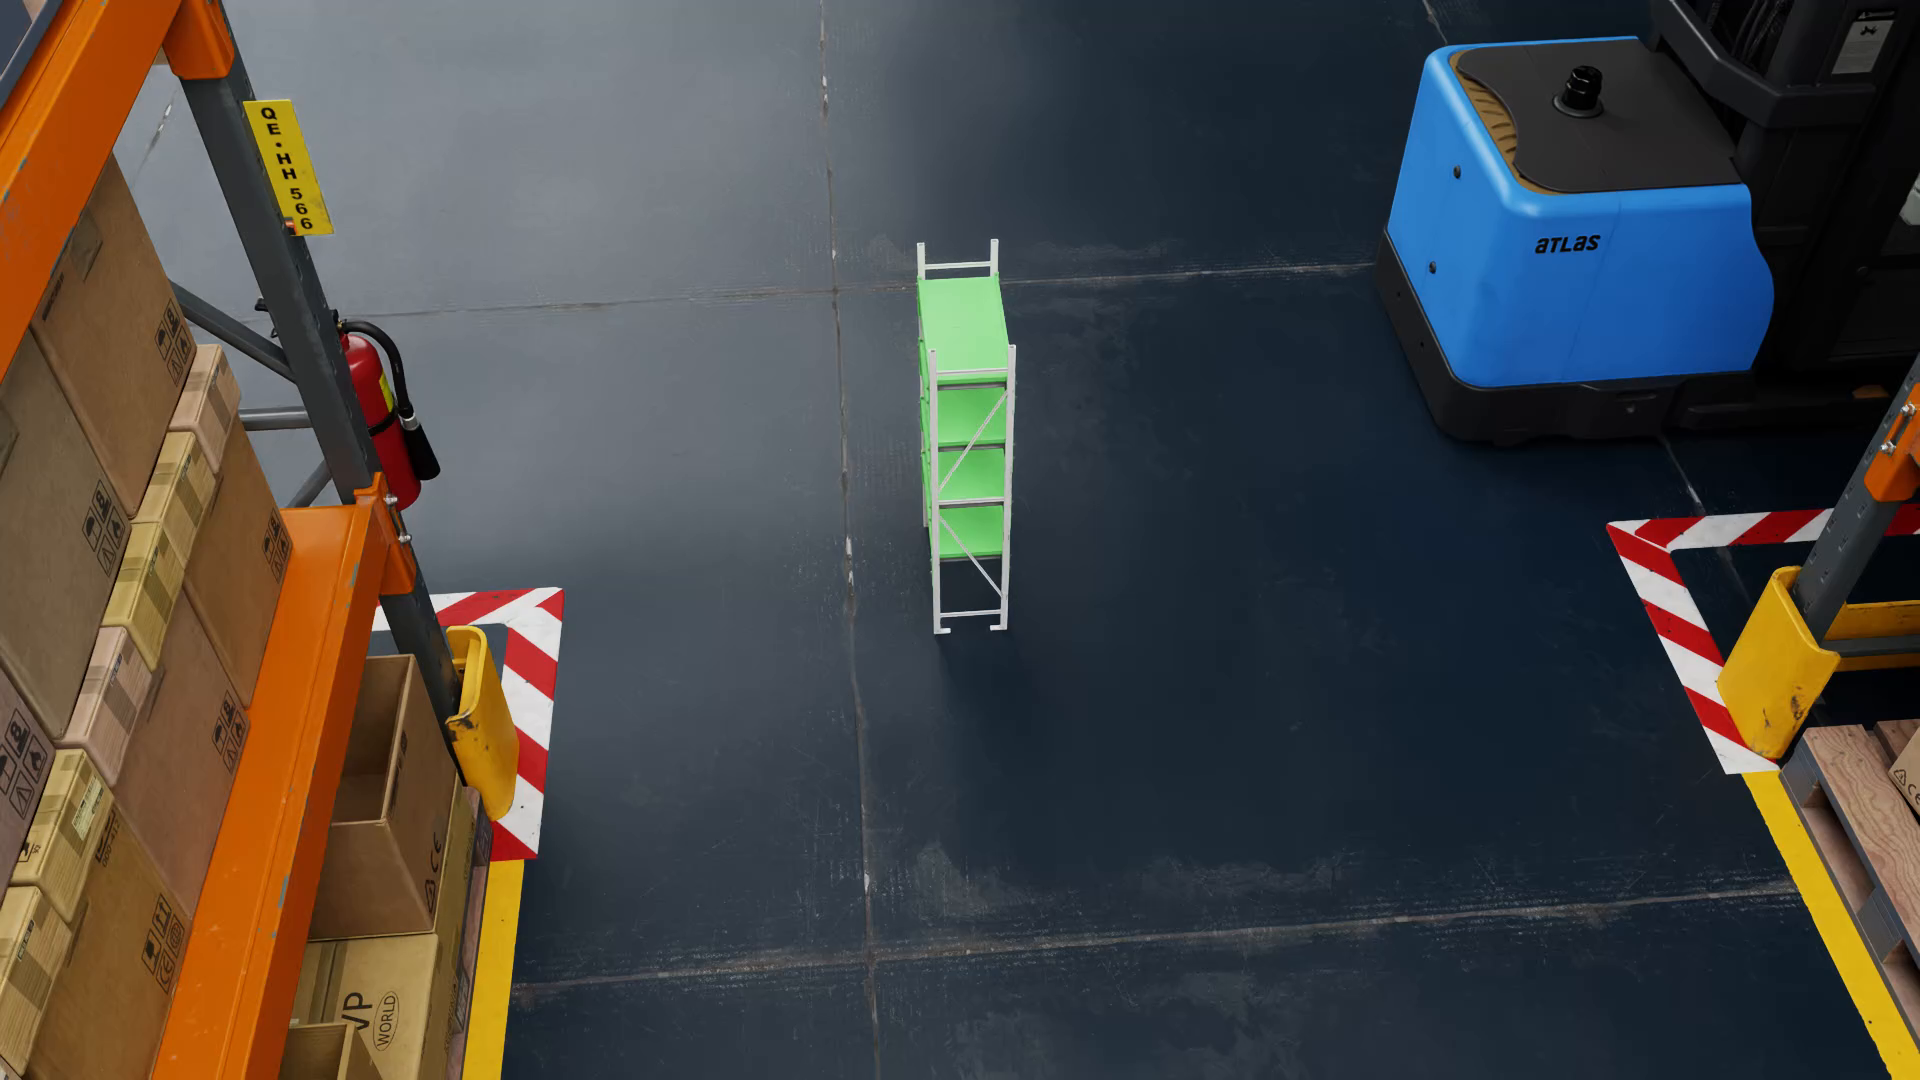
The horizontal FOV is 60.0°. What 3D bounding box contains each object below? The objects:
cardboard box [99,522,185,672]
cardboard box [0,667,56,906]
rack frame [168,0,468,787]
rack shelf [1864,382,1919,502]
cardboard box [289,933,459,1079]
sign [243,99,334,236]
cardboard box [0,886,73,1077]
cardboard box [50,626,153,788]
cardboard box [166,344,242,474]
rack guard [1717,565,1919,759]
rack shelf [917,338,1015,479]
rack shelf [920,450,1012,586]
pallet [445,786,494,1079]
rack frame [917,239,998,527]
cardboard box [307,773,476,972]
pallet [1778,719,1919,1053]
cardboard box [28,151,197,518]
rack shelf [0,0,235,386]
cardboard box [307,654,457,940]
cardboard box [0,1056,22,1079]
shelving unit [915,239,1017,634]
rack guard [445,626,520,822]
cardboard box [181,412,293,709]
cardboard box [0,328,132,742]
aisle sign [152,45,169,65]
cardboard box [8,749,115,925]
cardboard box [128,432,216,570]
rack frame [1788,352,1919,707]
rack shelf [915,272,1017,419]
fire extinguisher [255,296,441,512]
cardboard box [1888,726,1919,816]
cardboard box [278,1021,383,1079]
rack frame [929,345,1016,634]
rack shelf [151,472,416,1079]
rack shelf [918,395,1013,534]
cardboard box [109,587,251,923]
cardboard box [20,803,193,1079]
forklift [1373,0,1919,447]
[{"bbox_3d":[-1.668,0.116,3.058,0.380,0.149,0.250,-4,47,-4],"label":"cardboard box"},{"bbox_3d":[-1.812,0.376,2.366,0.700,0.500,0.500,-3,47,-3],"label":"cardboard box"},{"bbox_3d":[-1.935,-0.265,3.935,1.000,3.000,0.127,-3,47,-3],"label":"rack frame"},{"bbox_3d":[3.168,1.125,3.114,1.077,0.370,4.000,-3,47,-3],"label":"rack shelf"},{"bbox_3d":[-1.542,1.267,4.089,0.500,0.250,0.500,-3,47,-3],"label":"cardboard box"},{"bbox_3d":[-1.393,-0.768,3.451,0.100,0.325,0.005,-3,47,-3],"label":"sign"},{"bbox_3d":[-1.603,0.679,2.525,0.380,0.149,0.250,-2,47,-2],"label":"cardboard box"},{"bbox_3d":[-1.650,0.299,2.886,0.380,0.149,0.250,-3,47,-3],"label":"cardboard box"},{"bbox_3d":[-1.713,-0.258,3.413,0.380,0.149,0.250,-4,47,-4],"label":"cardboard box"},{"bbox_3d":[3.007,0.345,5.078,1.175,0.500,0.348,-3,47,-3],"label":"rack guard"},{"bbox_3d":[0.014,-0.414,5.073,0.258,0.148,0.480,-3,47,-3],"label":"rack shelf"},{"bbox_3d":[0.014,-0.084,5.422,0.258,0.148,0.480,-3,47,-3],"label":"rack shelf"},{"bbox_3d":[-1.829,1.244,4.426,1.003,0.211,1.213,-3,47,-3],"label":"pallet"},{"bbox_3d":[-0.007,-0.469,5.368,0.240,1.200,0.015,-3,47,-3],"label":"rack frame"},{"bbox_3d":[-1.596,0.906,4.431,0.500,0.250,0.500,-3,47,-3],"label":"cardboard box"},{"bbox_3d":[3.040,1.035,4.625,1.003,0.211,1.213,-3,47,-3],"label":"pallet"},{"bbox_3d":[-1.904,-0.369,3.071,0.700,0.500,0.500,-3,47,-3],"label":"cardboard box"},{"bbox_3d":[-1.768,0.398,1.737,1.077,0.370,4.000,-3,47,-3],"label":"rack shelf"},{"bbox_3d":[-1.594,0.648,4.158,0.500,0.500,0.500,-3,47,-3],"label":"cardboard box"},{"bbox_3d":[-1.581,0.864,2.350,0.380,0.149,0.250,-4,47,-4],"label":"cardboard box"},{"bbox_3d":[0.014,-0.293,5.201,0.258,1.200,0.503,-3,47,-3],"label":"shelving unit"},{"bbox_3d":[-1.937,0.577,4.859,1.175,0.500,0.348,-3,47,-3],"label":"rack guard"},{"bbox_3d":[-1.909,0.039,3.578,0.700,0.500,0.500,-3,47,-3],"label":"cardboard box"},{"bbox_3d":[-1.855,0.011,2.711,0.700,0.500,0.500,-5,47,-4],"label":"cardboard box"},{"bbox_3d":[-1.648,-1.225,3.053,0.394,0.787,0.004,-3,47,-3],"label":"aisle sign"},{"bbox_3d":[-1.627,0.489,2.706,0.380,0.149,0.250,-2,47,-2],"label":"cardboard box"},{"bbox_3d":[-1.690,-0.069,3.233,0.380,0.149,0.250,-2,47,-2],"label":"cardboard box"},{"bbox_3d":[3.001,-0.569,4.223,1.000,3.000,0.127,-3,47,-3],"label":"rack frame"},{"bbox_3d":[0.014,-0.579,4.899,0.258,0.148,0.480,-3,47,-3],"label":"rack shelf"},{"bbox_3d":[-1.482,-0.352,4.071,0.296,0.674,0.183,-3,47,-3],"label":"fire extinguisher"},{"bbox_3d":[2.969,0.710,4.560,0.500,0.311,0.500,-8,47,-8],"label":"cardboard box"},{"bbox_3d":[-1.495,1.371,3.474,0.500,0.500,0.500,-3,47,-3],"label":"cardboard box"},{"bbox_3d":[0.034,-0.116,5.034,0.240,1.200,0.015,-3,47,-3],"label":"rack frame"},{"bbox_3d":[-1.768,1.429,2.826,1.077,0.370,4.000,-3,47,-3],"label":"rack shelf"},{"bbox_3d":[0.014,-0.249,5.247,0.258,0.148,0.480,-3,47,-3],"label":"rack shelf"},{"bbox_3d":[-1.860,0.419,3.219,0.700,0.500,0.500,-2,47,-2],"label":"cardboard box"},{"bbox_3d":[-1.824,0.778,2.878,0.700,0.500,0.500,-3,47,-3],"label":"cardboard box"},{"bbox_3d":[3.197,-1.798,5.434,3.031,2.935,1.130,-4,47,-4],"label":"forklift"}]
